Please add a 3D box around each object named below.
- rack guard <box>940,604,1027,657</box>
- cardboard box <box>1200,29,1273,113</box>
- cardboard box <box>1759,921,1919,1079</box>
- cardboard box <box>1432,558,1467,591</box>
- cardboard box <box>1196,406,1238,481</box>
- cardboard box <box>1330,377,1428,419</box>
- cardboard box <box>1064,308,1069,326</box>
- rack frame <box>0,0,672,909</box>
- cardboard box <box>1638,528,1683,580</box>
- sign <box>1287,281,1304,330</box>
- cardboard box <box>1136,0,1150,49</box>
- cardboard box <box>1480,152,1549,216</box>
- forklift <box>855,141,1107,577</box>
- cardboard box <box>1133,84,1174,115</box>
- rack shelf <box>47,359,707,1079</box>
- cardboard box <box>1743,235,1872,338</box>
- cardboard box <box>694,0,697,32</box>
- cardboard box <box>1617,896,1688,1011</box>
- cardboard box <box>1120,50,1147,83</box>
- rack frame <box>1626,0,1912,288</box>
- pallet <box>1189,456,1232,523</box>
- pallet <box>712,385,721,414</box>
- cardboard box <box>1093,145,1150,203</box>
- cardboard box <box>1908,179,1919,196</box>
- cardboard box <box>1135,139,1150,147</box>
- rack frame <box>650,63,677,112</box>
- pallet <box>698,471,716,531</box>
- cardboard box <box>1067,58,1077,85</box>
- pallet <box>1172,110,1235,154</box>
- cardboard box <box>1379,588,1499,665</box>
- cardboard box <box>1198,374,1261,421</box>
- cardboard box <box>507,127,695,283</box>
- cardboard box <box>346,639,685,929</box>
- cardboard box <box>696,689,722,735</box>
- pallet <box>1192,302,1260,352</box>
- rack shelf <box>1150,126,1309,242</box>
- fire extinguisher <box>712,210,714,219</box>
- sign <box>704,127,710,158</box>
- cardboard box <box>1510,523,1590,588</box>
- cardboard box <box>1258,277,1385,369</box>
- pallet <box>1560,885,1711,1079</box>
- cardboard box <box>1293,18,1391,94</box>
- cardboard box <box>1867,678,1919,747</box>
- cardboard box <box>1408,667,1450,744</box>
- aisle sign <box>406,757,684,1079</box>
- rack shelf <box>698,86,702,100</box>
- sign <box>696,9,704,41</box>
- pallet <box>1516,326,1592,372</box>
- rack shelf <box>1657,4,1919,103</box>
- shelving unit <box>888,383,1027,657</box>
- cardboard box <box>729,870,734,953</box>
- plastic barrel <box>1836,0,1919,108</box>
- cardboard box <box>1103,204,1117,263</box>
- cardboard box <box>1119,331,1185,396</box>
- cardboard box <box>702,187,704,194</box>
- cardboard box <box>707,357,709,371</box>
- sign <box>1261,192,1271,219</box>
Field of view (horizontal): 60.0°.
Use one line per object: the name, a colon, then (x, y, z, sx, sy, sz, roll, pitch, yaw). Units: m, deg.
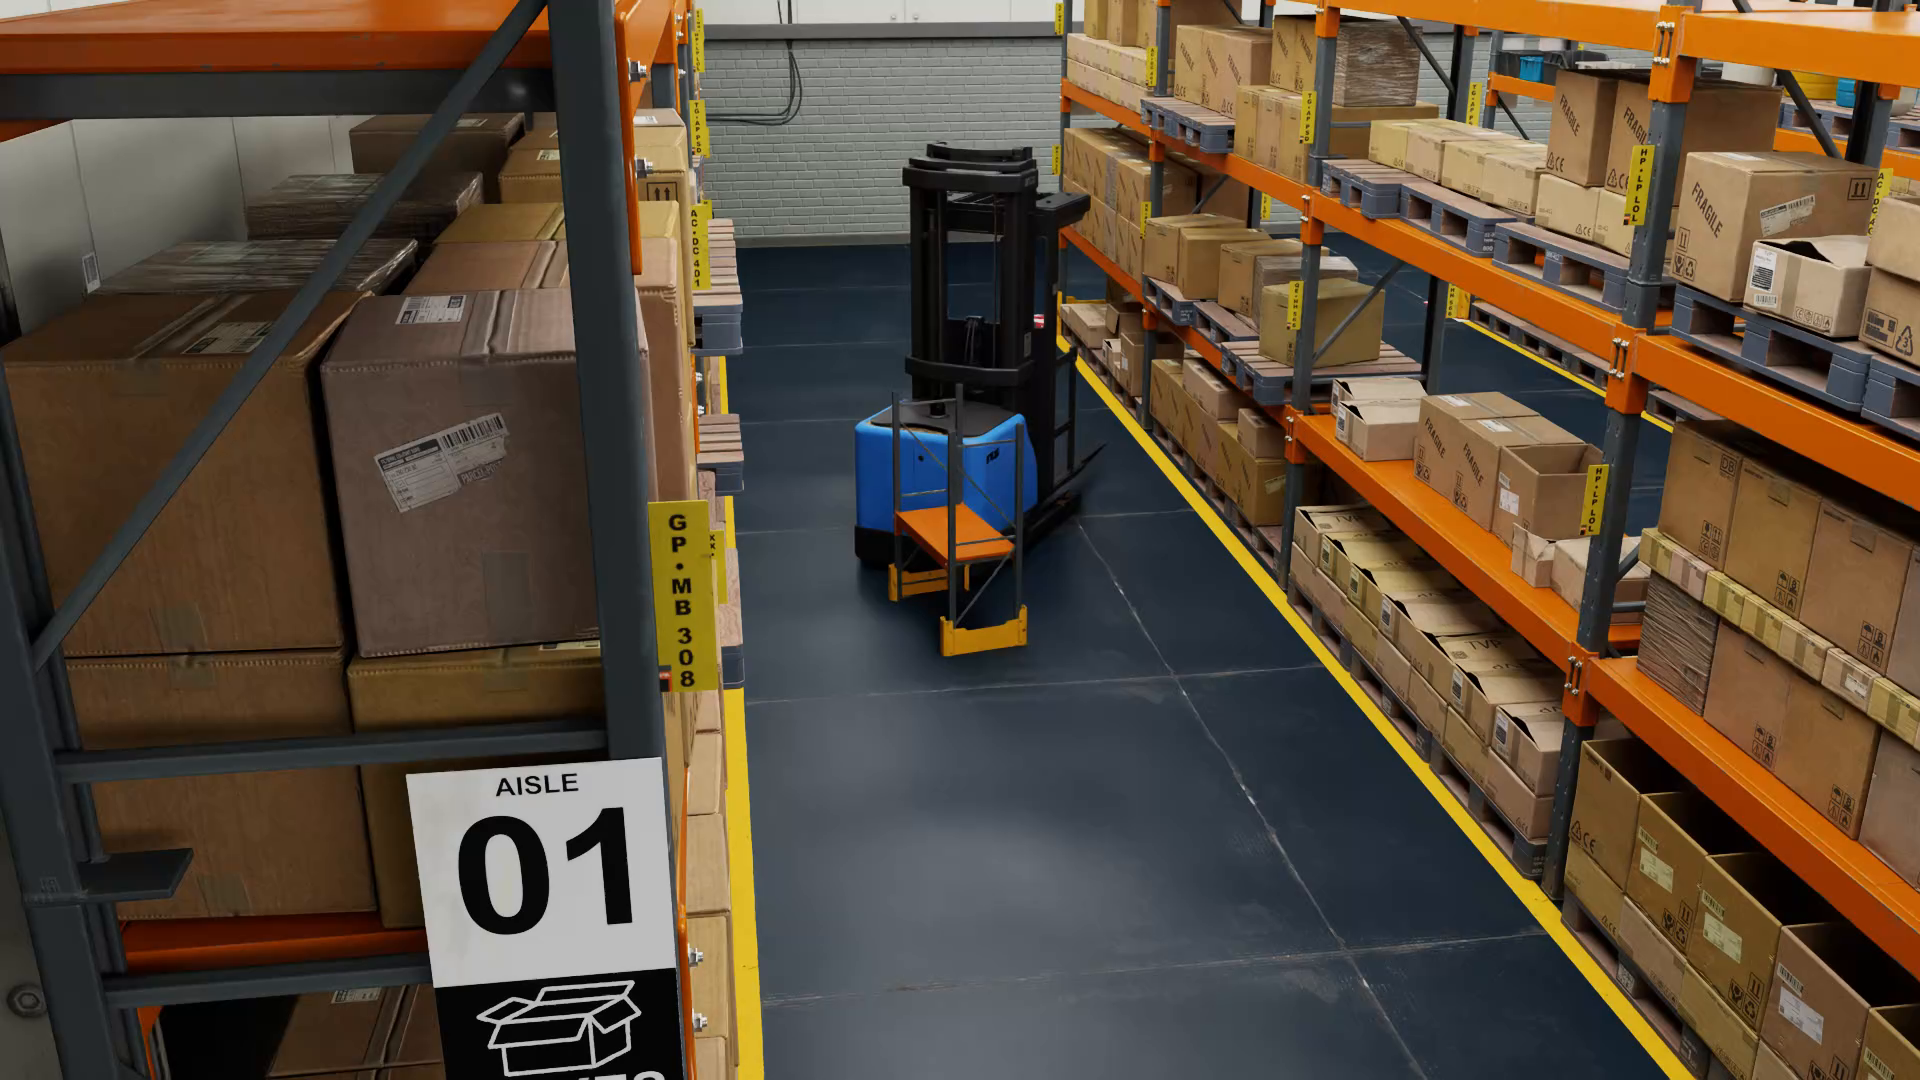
rack guard: (0.154, 0.587, 10.786, 0.587, 0.250, 0.087, -8, 22, -20)
cardboard box: (2.311, -3.758, 13.318, 0.600, 0.600, 0.600, -3, 21, -8)
cardboard box: (3.321, 1.734, 6.043, 0.500, 0.500, 0.500, -3, 21, -8)
cardboard box: (3.239, 0.266, 10.245, 0.500, 0.311, 0.500, -3, 21, -8)
cardboard box: (2.246, -0.794, 13.498, 0.500, 0.500, 0.500, -4, 21, -10)
cardboard box: (2.778, -0.916, 11.010, 0.500, 0.311, 0.500, -2, 21, -4)
cardboard box: (1.372, -2.486, 18.506, 0.380, 0.166, 0.250, -3, 21, -8)
rack frame: (-0.979, -0.876, 2.199, 1.000, 3.000, 0.127, -3, 21, -8)
cardboard box: (3.192, 0.051, 7.223, 0.380, 0.149, 0.250, -3, 21, -8)
sign: (2.233, -1.561, 11.066, 0.100, 0.325, 0.005, -3, 21, -8)
cardboard box: (2.074, -4.911, 15.719, 0.700, 0.500, 0.500, -3, 21, -8)
cardboard box: (3.130, -1.898, 8.838, 0.500, 0.250, 0.500, -5, 21, -12)
forklift: (0.317, -1.585, 12.771, 1.130, 2.935, 3.031, 9, 22, 24)
cardboard box: (1.859, -3.961, 14.961, 0.500, 0.250, 0.500, -3, 21, -8)
rack shelf: (-1.268, 0.174, 4.704, 1.077, 0.370, 4.000, -3, 21, -8)
cardboard box: (3.235, -0.952, 6.019, 0.500, 0.311, 0.500, -4, 21, -11)
cardboard box: (-2.765, -4.941, 15.770, 0.500, 0.500, 0.500, -4, 21, -10)
cardboard box: (3.179, 1.739, 7.102, 0.500, 0.250, 0.500, -3, 21, -8)
cardboard box: (1.785, -4.368, 15.337, 0.500, 0.250, 0.500, -3, 21, -8)
rack frame: (3.345, -2.512, 6.579, 1.000, 3.000, 0.127, -3, 21, -8)
pallet: (2.526, -0.462, 13.651, 1.003, 0.211, 1.213, -3, 21, -8)
pallet: (-2.741, -1.181, 15.576, 1.003, 0.211, 1.213, -3, 21, -8)
cardboard box: (1.643, -3.674, 16.695, 0.500, 0.500, 0.500, -3, 21, -8)
cardboard box: (11.302, -4.064, 19.099, 0.500, 0.250, 0.500, -3, 21, -8)
cardboard box: (2.105, -3.877, 17.237, 0.500, 0.500, 0.500, -2, 21, -6)
rack frame: (-1.556, -2.260, 5.907, 1.000, 3.000, 0.127, -3, 21, -8)
pallet: (-1.807, -0.062, 8.869, 1.003, 0.211, 1.213, -3, 21, -8)
cardboard box: (1.438, -5.000, 17.744, 0.500, 0.250, 0.500, -3, 21, -8)
pallet: (2.369, -3.200, 12.978, 1.213, 0.211, 1.003, -3, 21, -8)
cardboard box: (2.784, 0.475, 9.686, 0.500, 0.311, 0.500, -3, 21, -8)
cardboard box: (2.238, -1.158, 13.401, 0.500, 0.250, 0.500, -3, 21, -9)
cardboard box: (-1.126, -1.030, 5.299, 0.500, 0.500, 0.500, -2, 21, -5)
cardboard box: (-0.780, 0.345, 3.047, 0.500, 0.500, 0.500, -2, 21, -6)
cardboard box: (-1.042, 0.755, 5.521, 0.500, 0.500, 0.500, -4, 21, -9)
pallet: (2.484, -1.669, 13.173, 1.003, 0.211, 1.213, -3, 21, -8)
rack shelf: (2.480, -2.847, 12.792, 1.077, 0.370, 4.000, -3, 21, -8)
fire extinguisher: (-2.851, -3.469, 18.362, 0.296, 0.674, 0.183, -3, 21, -8)
sign: (-2.747, -4.281, 17.897, 0.100, 0.325, 0.005, -3, 21, -8)
cardboard box: (3.037, 0.067, 8.443, 0.396, 0.266, 0.258, -3, 21, -9)
cardboard box: (2.566, -1.542, 11.815, 0.700, 0.500, 0.500, -10, 23, -26)
pallet: (3.419, 1.882, 7.374, 1.003, 0.211, 1.213, -3, 21, -8)
cardboard box: (2.639, -3.335, 11.498, 0.500, 0.500, 0.500, -3, 21, -8)
cardboard box: (3.419, 0.587, 5.787, 0.380, 0.149, 0.250, -3, 21, -8)
cardboard box: (2.853, 0.909, 9.325, 0.500, 0.250, 0.500, -2, 21, -7)
aisle sign: (-0.672, 0.727, 2.768, 0.394, 0.787, 0.004, -3, 21, -8)
rack shelf: (-2.998, -3.981, 15.828, 1.077, 0.370, 4.000, -3, 21, -8)
sign: (-2.747, -5.410, 17.475, 0.100, 0.325, 0.005, -3, 21, -8)
pallet: (6.771, -2.089, 18.008, 1.003, 0.211, 1.213, -3, 21, -8)
rack shelf: (3.634, -1.295, 4.921, 1.077, 0.370, 4.000, -3, 21, -8)
shelving unit: (-0.032, -0.160, 11.000, 0.587, 1.500, 1.083, -8, 22, -20)
cardboard box: (-0.963, 1.280, 5.188, 0.500, 0.250, 0.500, -3, 21, -7)
plastic barrel: (7.492, -3.973, 13.463, 0.600, 0.901, 0.708, -3, 21, -8)
cardboard box: (1.714, -3.034, 16.410, 0.500, 0.500, 0.500, -2, 21, -7)
cardboard box: (1.829, -1.689, 15.895, 0.500, 0.500, 0.500, -3, 21, -8)
cardboard box: (-3.087, -3.318, 16.884, 0.980, 0.700, 0.700, -3, 21, -8)
cardboard box: (-2.016, -1.393, 11.563, 0.500, 0.500, 0.500, -2, 21, -6)
sign: (2.741, -3.043, 14.921, 0.100, 0.325, 0.005, -3, 21, -8)
